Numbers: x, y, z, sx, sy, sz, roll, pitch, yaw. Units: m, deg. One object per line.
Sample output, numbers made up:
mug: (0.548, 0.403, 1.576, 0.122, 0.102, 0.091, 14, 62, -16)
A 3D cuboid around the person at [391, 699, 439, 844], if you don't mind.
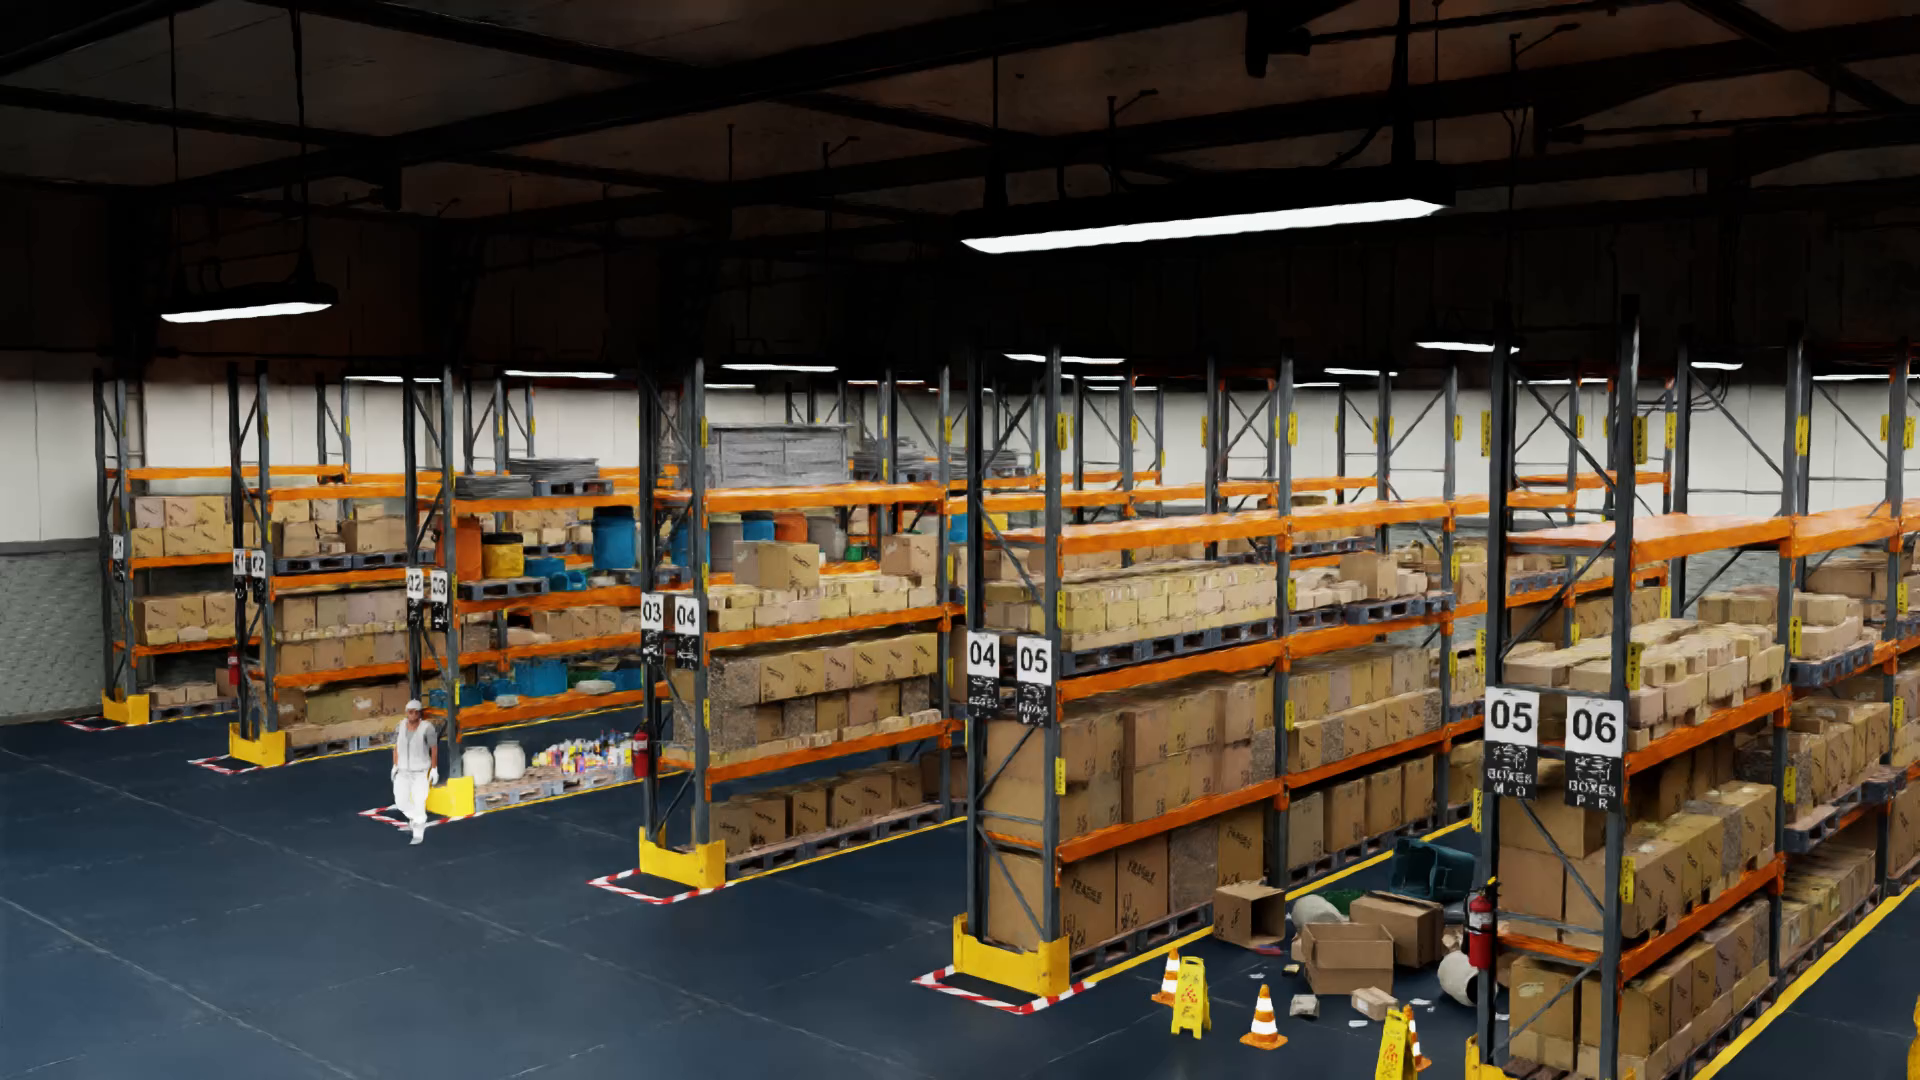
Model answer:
person: (-6.635, 2.792, 20.274, 0.589, 1.774, 0.577, 0, 4, 7)
